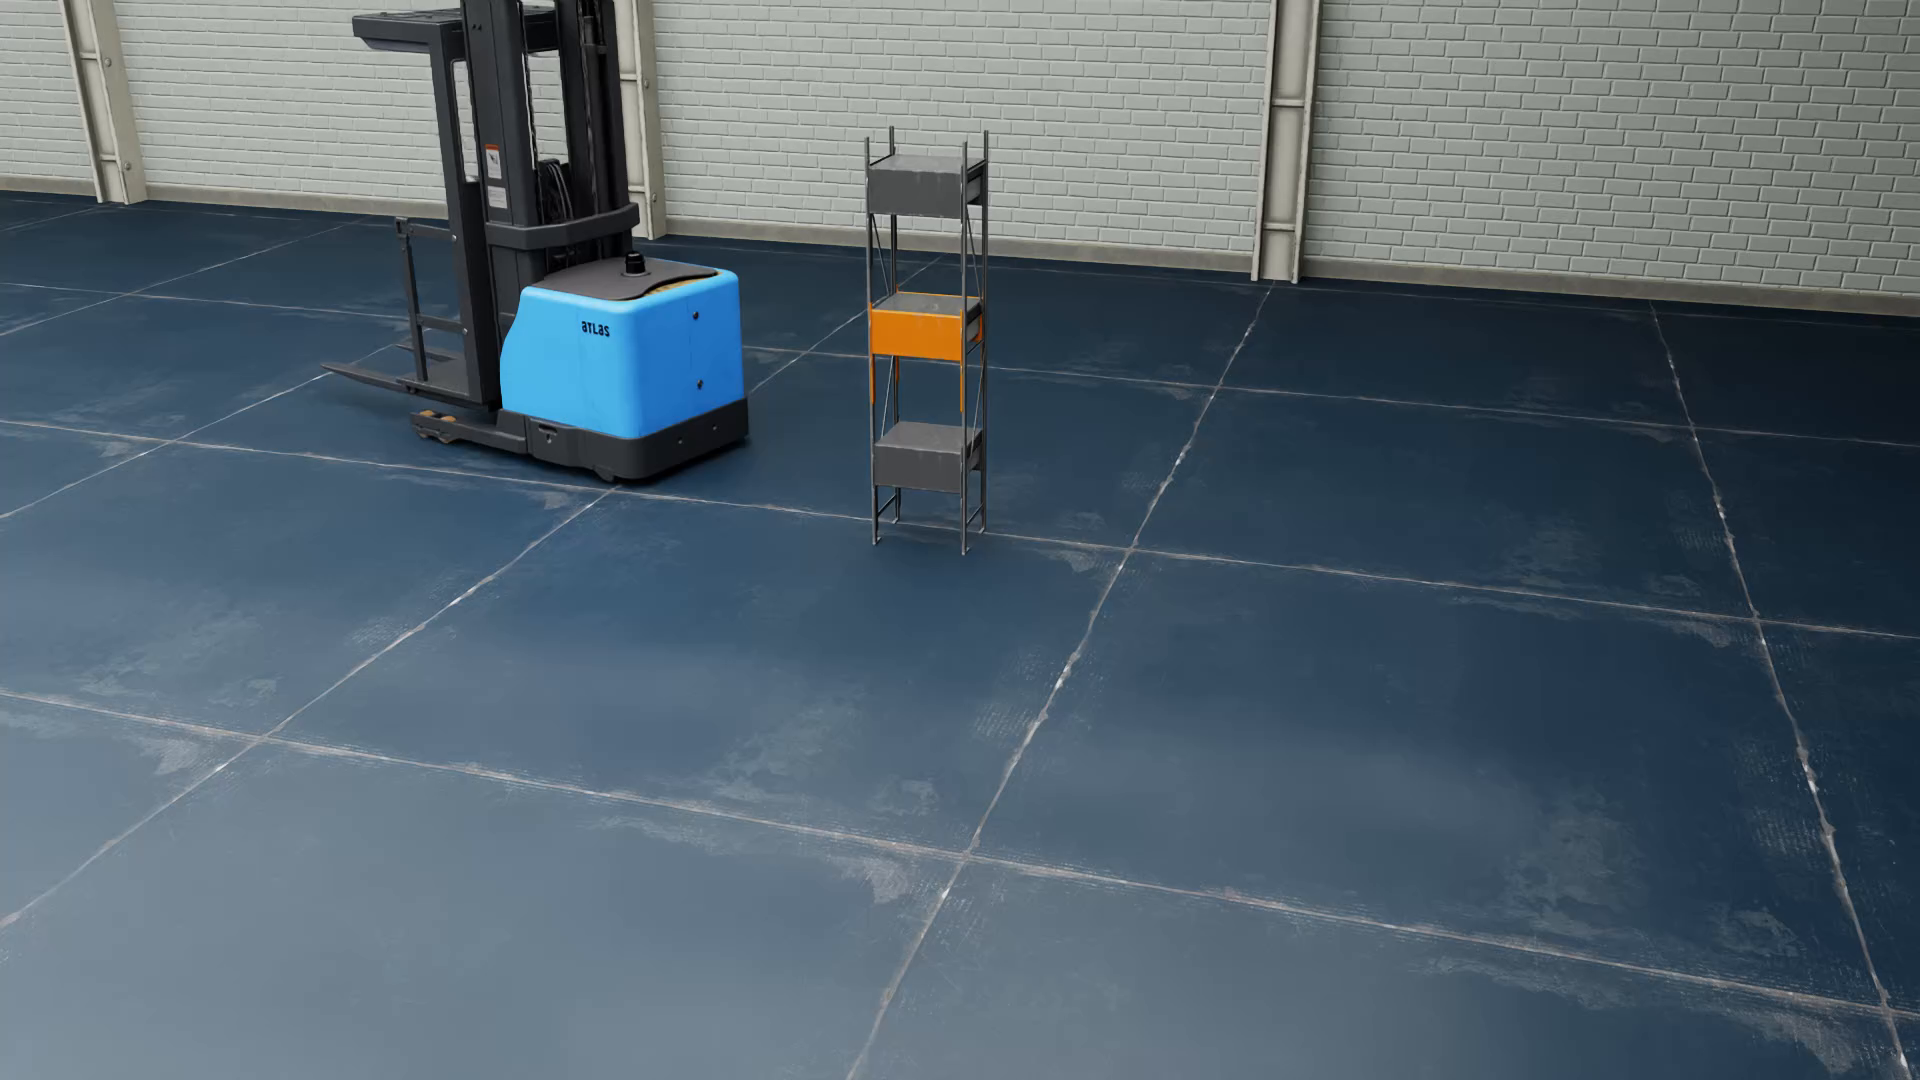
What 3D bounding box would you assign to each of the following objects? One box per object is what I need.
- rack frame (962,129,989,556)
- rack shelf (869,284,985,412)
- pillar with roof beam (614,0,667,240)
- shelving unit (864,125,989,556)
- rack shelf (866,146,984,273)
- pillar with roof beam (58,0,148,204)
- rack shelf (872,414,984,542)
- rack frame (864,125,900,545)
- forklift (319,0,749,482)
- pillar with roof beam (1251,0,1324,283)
[{"bbox_3d":[0.075,-0.963,8.351,0.015,2.100,0.400,7,23,16],"label":"rack frame"},{"bbox_3d":[-0.158,-0.977,8.421,0.480,0.518,0.431,7,23,16],"label":"rack shelf"},{"bbox_3d":[-4.276,-5.504,10.331,0.400,9.000,9.100,7,23,16],"label":"pillar with roof beam"},{"bbox_3d":[-0.158,-0.990,8.416,0.503,2.100,0.431,7,23,16],"label":"shelving unit"},{"bbox_3d":[-0.158,-1.625,8.155,0.480,0.518,0.431,7,23,16],"label":"rack shelf"},{"bbox_3d":[-10.020,-6.162,11.934,0.400,9.000,9.100,7,23,16],"label":"pillar with roof beam"},{"bbox_3d":[-0.158,-0.329,8.687,0.480,0.518,0.431,7,23,16],"label":"rack shelf"},{"bbox_3d":[-0.392,-1.016,8.481,0.015,2.100,0.400,7,23,16],"label":"rack frame"},{"bbox_3d":[-2.802,-2.102,10.031,3.031,2.935,1.130,14,26,31],"label":"forklift"},{"bbox_3d":[1.468,-4.846,8.727,0.400,9.000,9.100,7,23,16],"label":"pillar with roof beam"}]
